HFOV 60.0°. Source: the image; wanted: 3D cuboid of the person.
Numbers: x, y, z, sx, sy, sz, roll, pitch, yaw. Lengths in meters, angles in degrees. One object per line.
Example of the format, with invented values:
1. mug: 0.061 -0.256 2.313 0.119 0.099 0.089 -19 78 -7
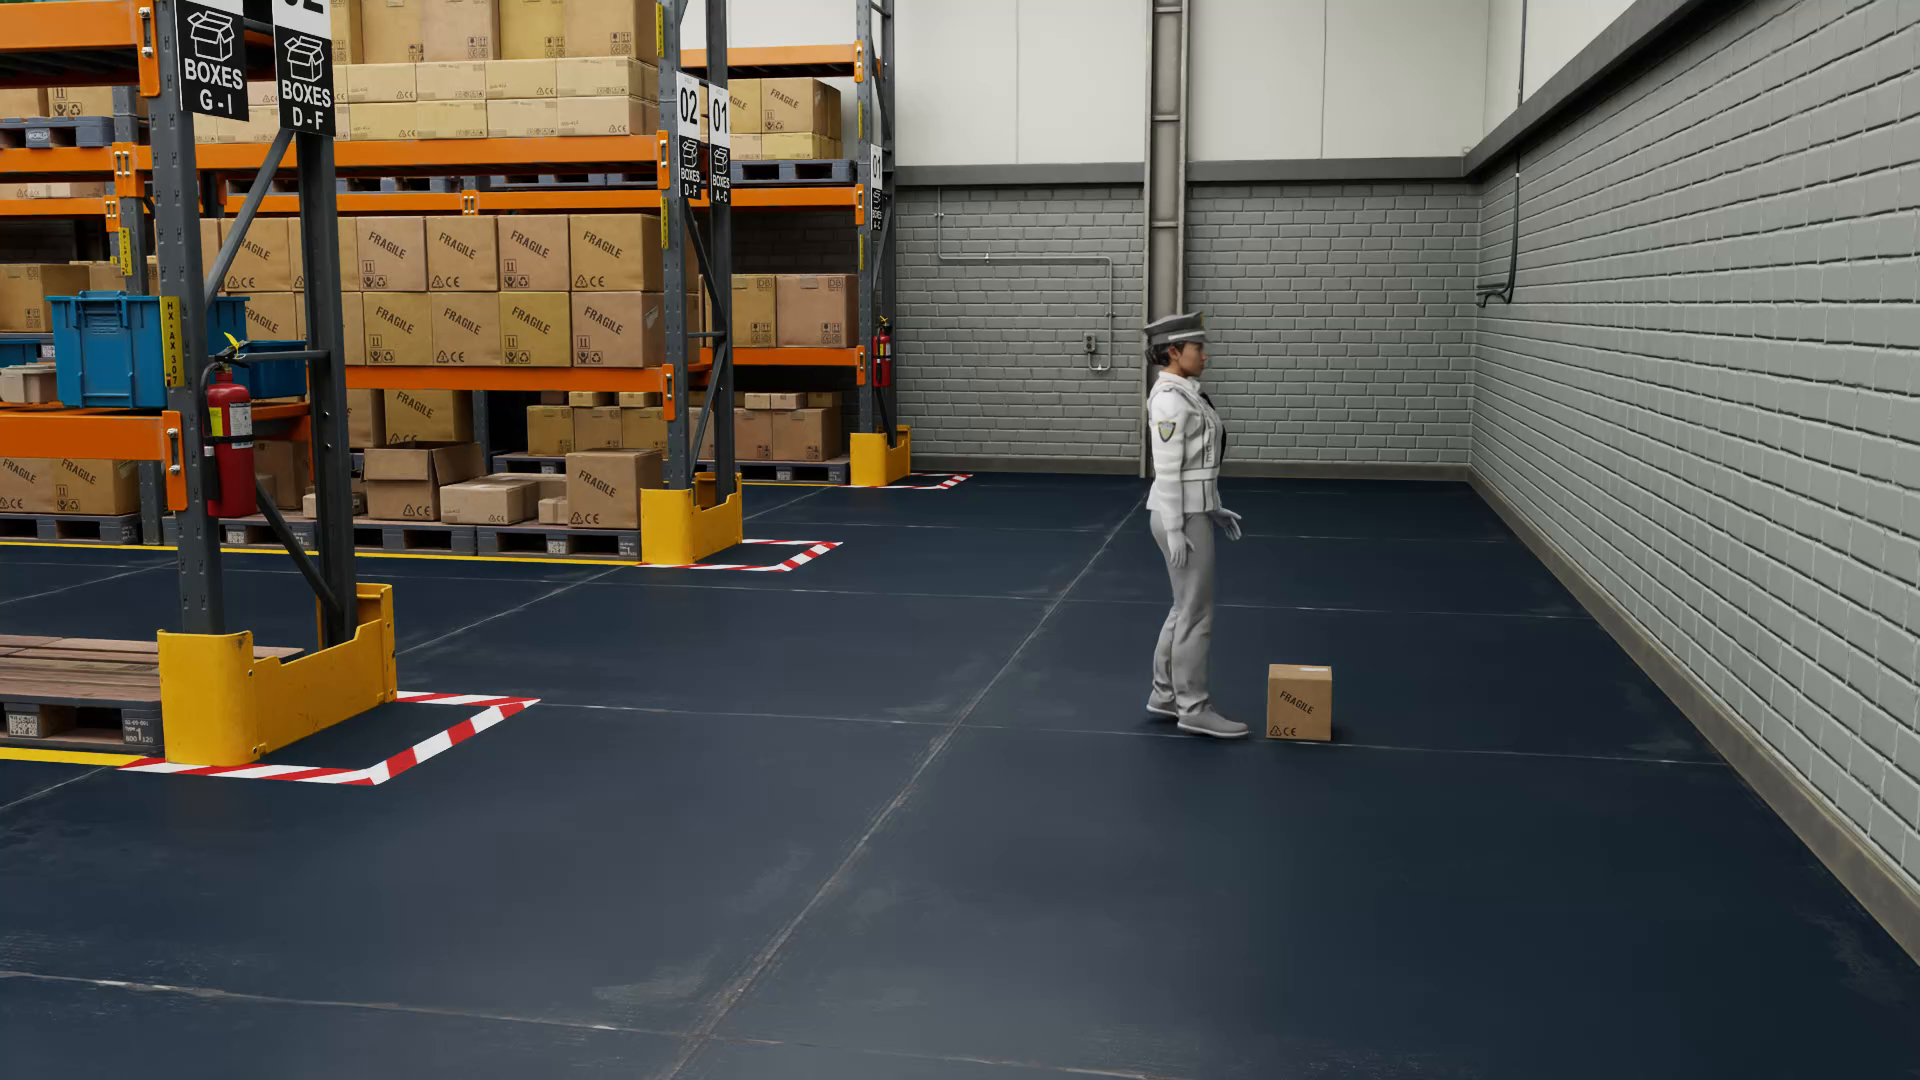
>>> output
1. person: 0.951 -0.070 6.702 0.444 1.692 0.516 2 8 11
